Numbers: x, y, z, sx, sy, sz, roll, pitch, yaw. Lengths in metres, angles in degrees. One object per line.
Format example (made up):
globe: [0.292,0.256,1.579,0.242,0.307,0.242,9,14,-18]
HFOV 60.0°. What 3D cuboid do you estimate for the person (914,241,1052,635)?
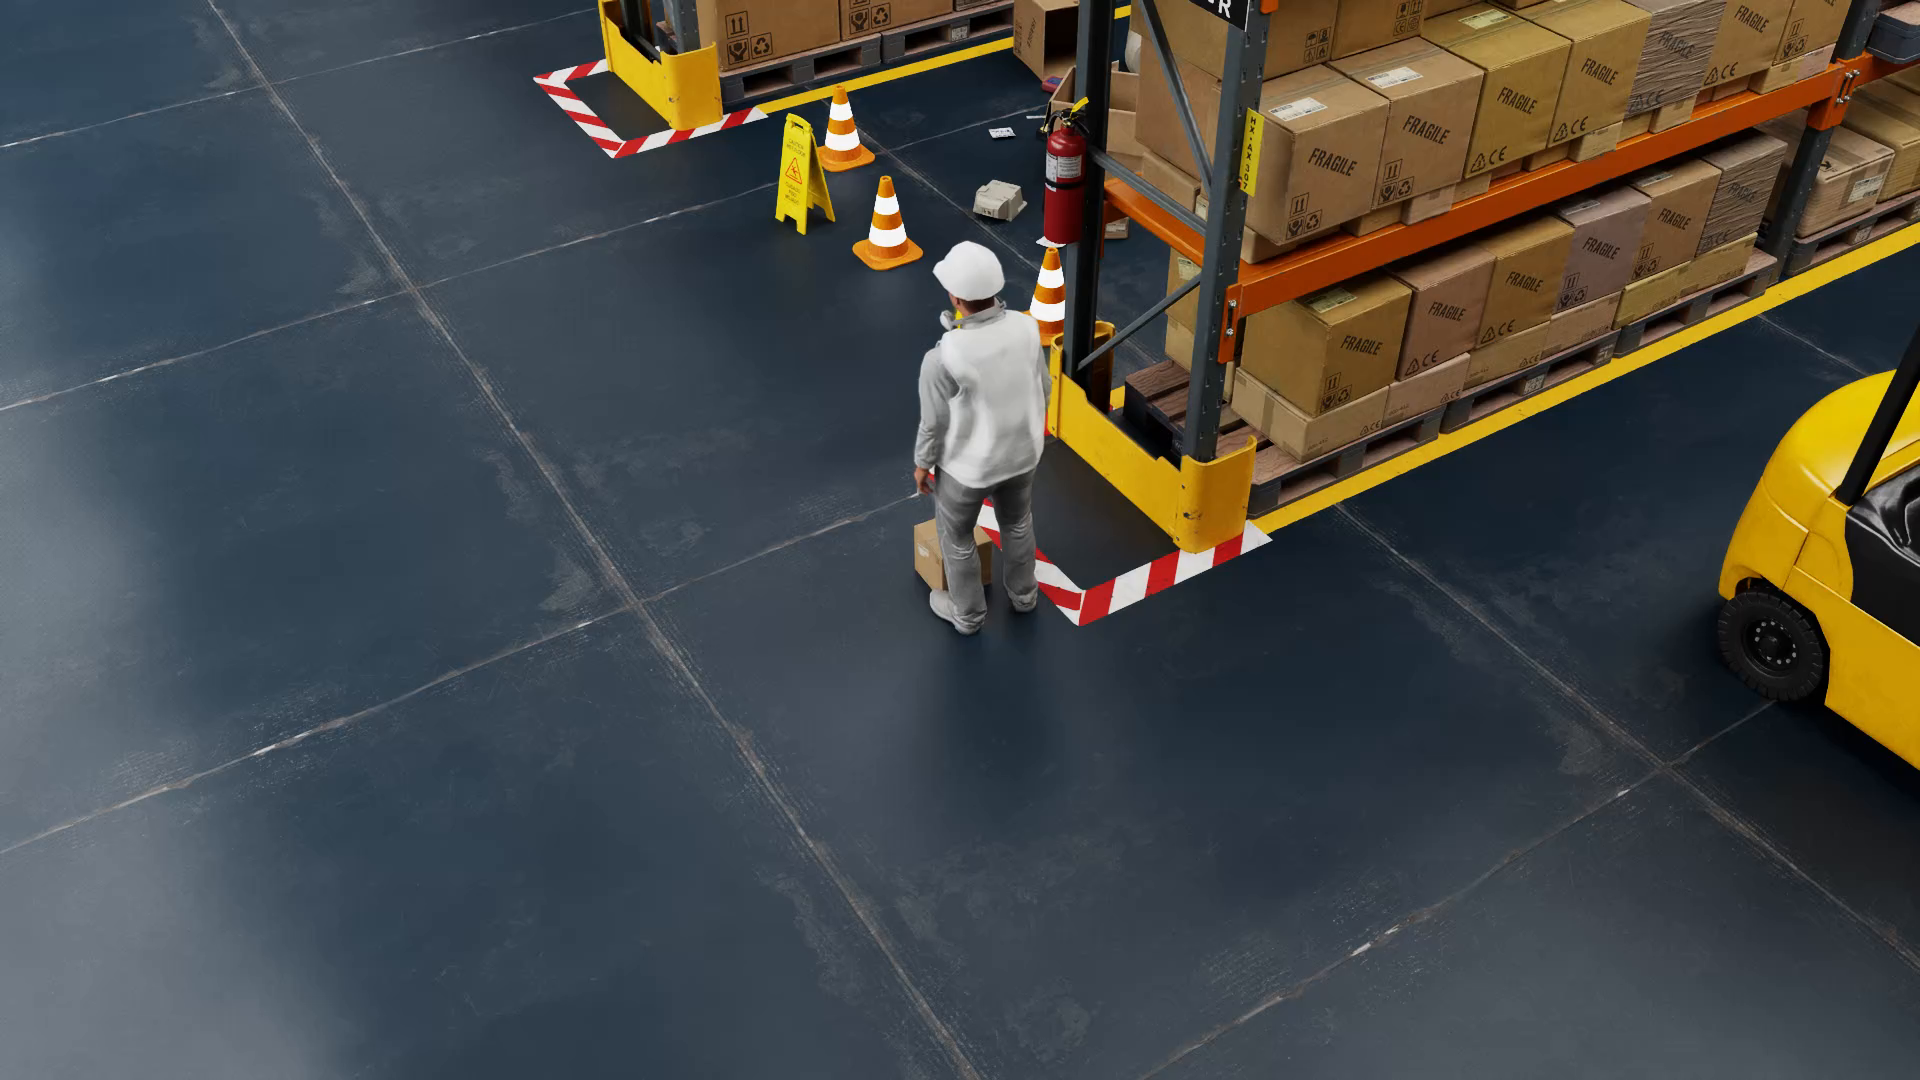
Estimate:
person: [0.089,-0.366,6.564,0.593,1.773,0.457,-21,45,-22]
